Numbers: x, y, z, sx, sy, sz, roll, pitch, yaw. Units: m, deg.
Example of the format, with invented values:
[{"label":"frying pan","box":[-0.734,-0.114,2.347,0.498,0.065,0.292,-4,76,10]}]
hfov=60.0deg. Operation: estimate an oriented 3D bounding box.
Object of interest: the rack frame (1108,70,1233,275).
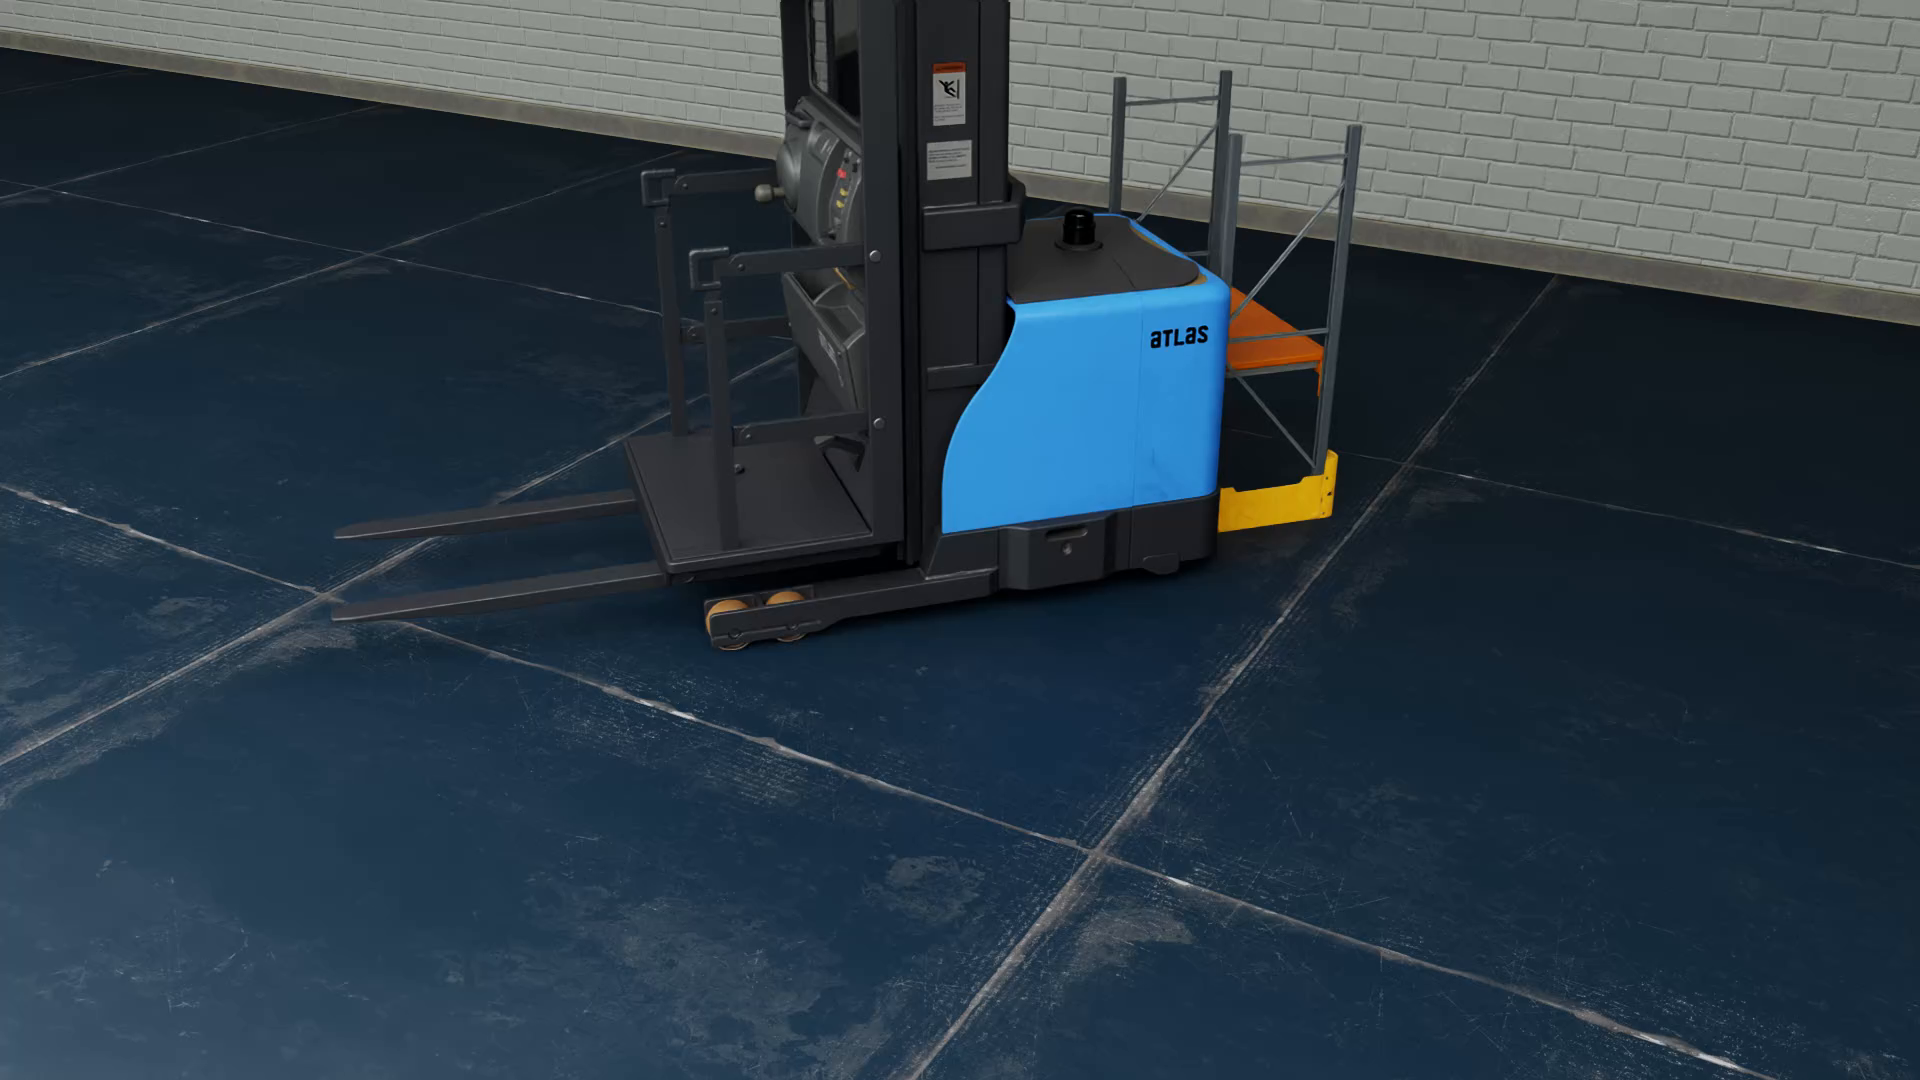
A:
[{"label":"rack frame","box":[0.847,-1.174,6.919,0.500,1.500,0.032,-8,28,-16]}]

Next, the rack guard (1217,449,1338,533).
[{"label":"rack guard","box":[1.154,-0.182,6.334,0.587,0.250,0.087,-8,28,-16]}]

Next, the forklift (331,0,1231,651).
[{"label":"forklift","box":[-0.645,-1.208,5.390,3.031,2.935,1.130,-8,28,-16]}]

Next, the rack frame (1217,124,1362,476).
[{"label":"rack frame","box":[1.154,-0.740,6.053,0.500,1.500,0.032,-8,28,-16]}]

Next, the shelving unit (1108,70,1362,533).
[{"label":"shelving unit","box":[1.003,-0.953,6.478,0.587,1.500,1.083,-8,28,-16]}]

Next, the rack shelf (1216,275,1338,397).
[{"label":"rack shelf","box":[1.000,-0.796,6.566,0.538,0.185,1.000,-8,28,-16]}]
